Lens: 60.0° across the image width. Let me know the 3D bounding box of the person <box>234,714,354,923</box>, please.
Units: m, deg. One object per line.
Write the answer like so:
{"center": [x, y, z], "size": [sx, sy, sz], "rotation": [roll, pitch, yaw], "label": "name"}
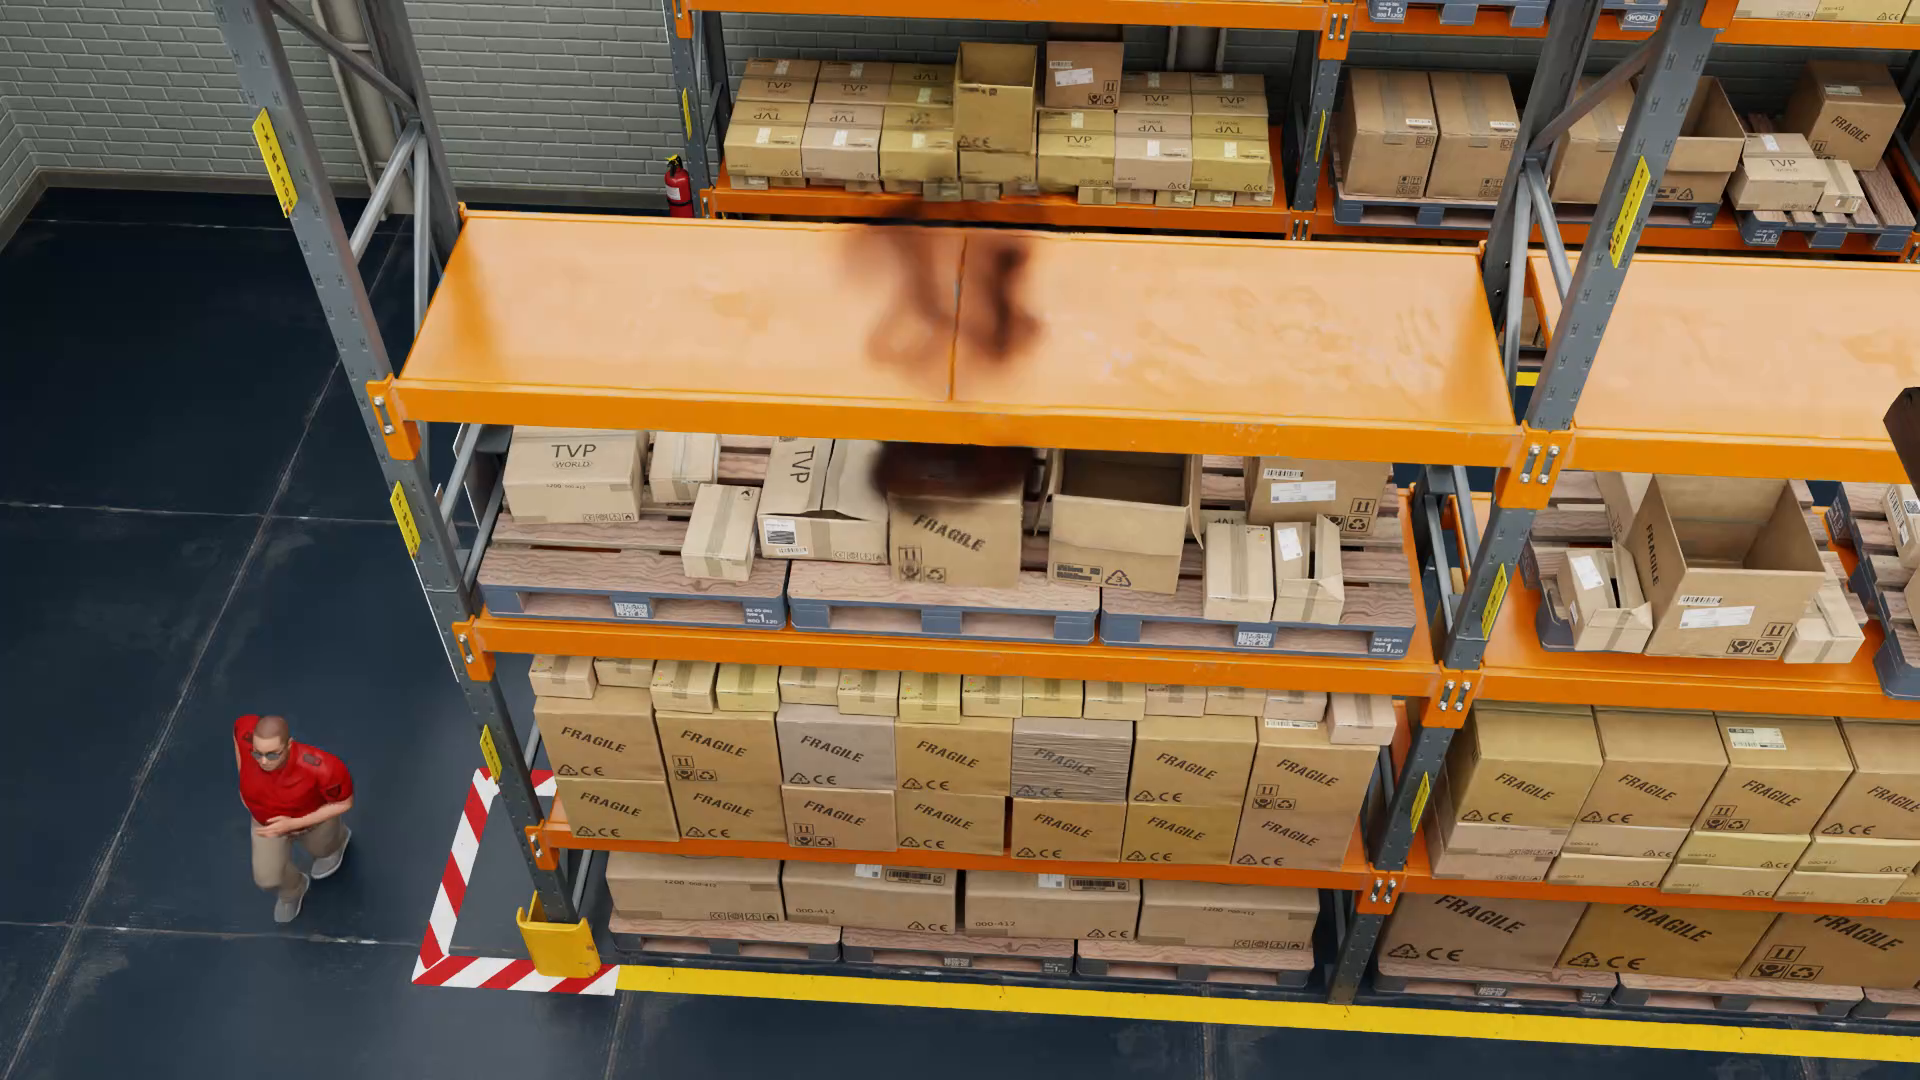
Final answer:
{"center": [-3.305, 1.372, 8.400], "size": [0.739, 1.773, 0.683], "rotation": [4, 48, 4], "label": "person"}
